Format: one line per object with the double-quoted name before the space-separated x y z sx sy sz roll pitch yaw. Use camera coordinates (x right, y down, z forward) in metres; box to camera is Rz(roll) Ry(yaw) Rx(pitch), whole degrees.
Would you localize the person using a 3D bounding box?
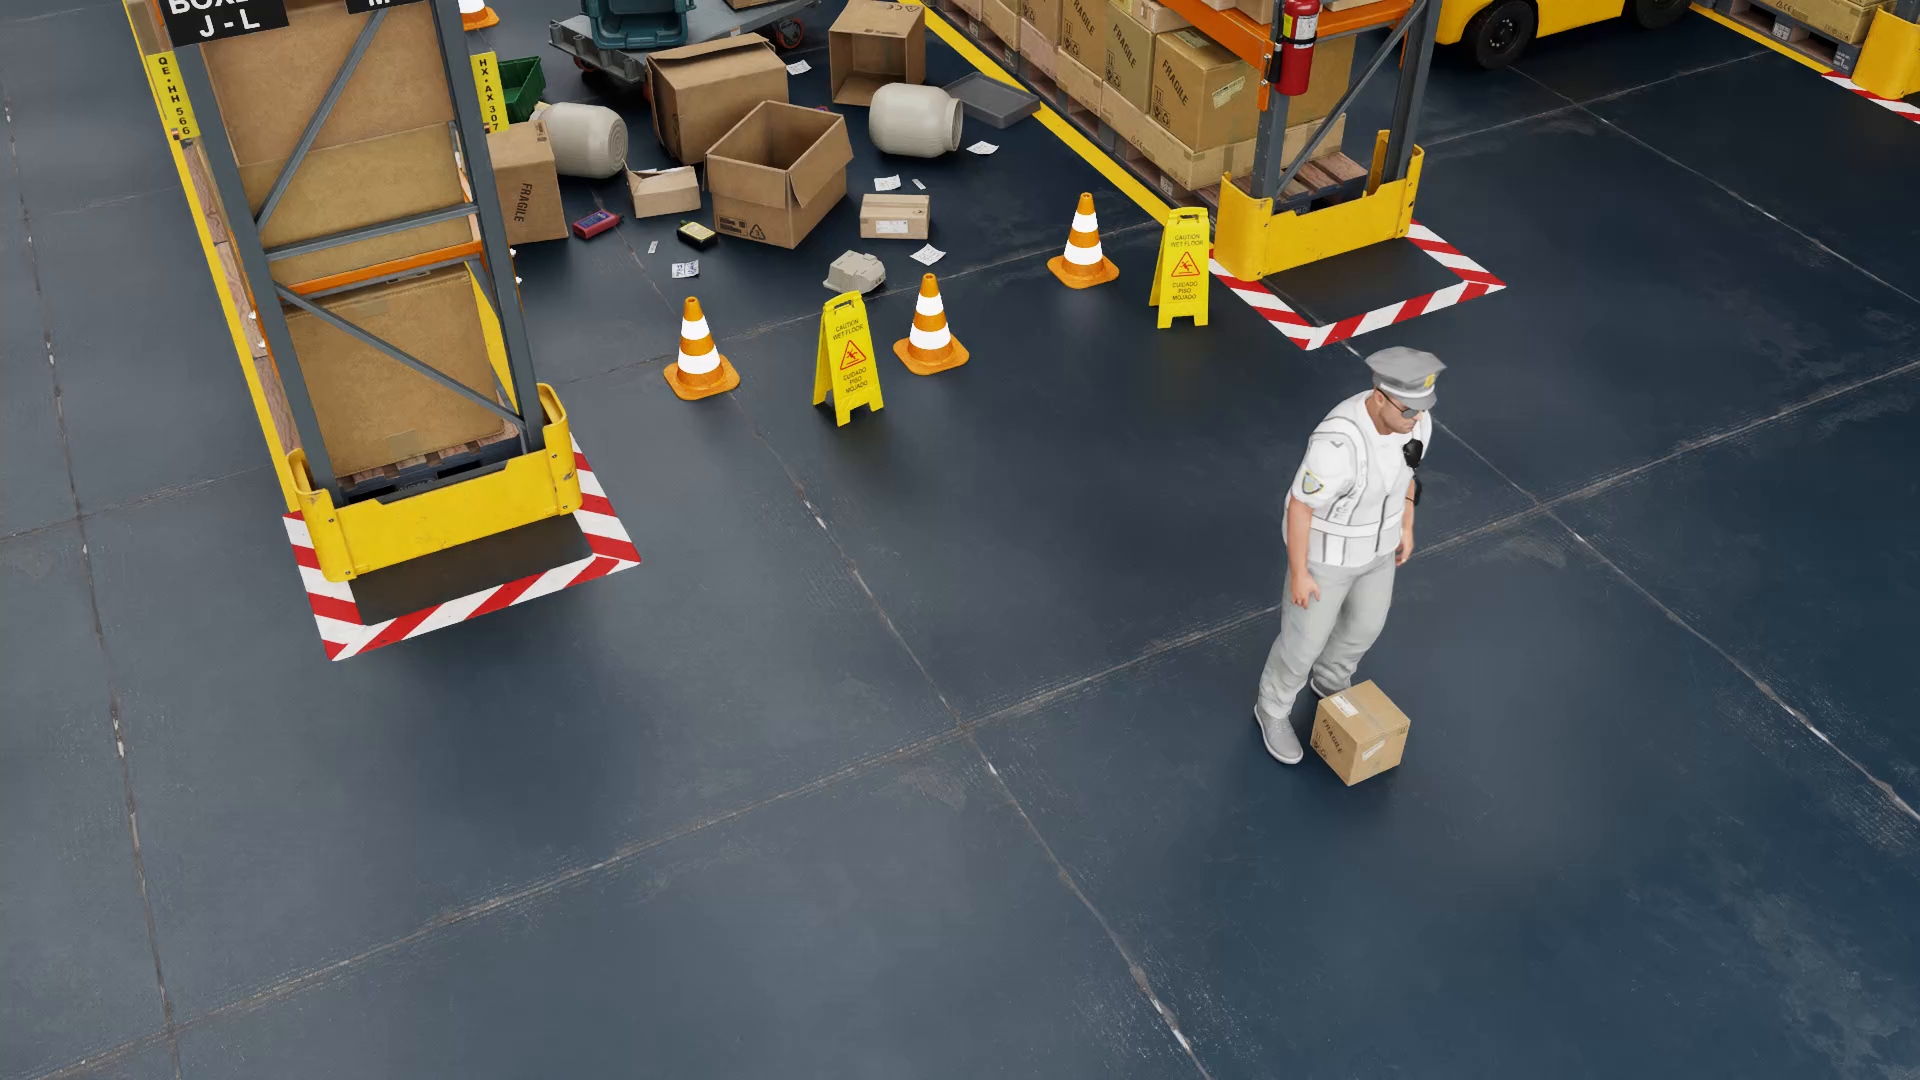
"person" 1.418 0.018 6.130 0.606 1.750 0.431 -21 45 -23
